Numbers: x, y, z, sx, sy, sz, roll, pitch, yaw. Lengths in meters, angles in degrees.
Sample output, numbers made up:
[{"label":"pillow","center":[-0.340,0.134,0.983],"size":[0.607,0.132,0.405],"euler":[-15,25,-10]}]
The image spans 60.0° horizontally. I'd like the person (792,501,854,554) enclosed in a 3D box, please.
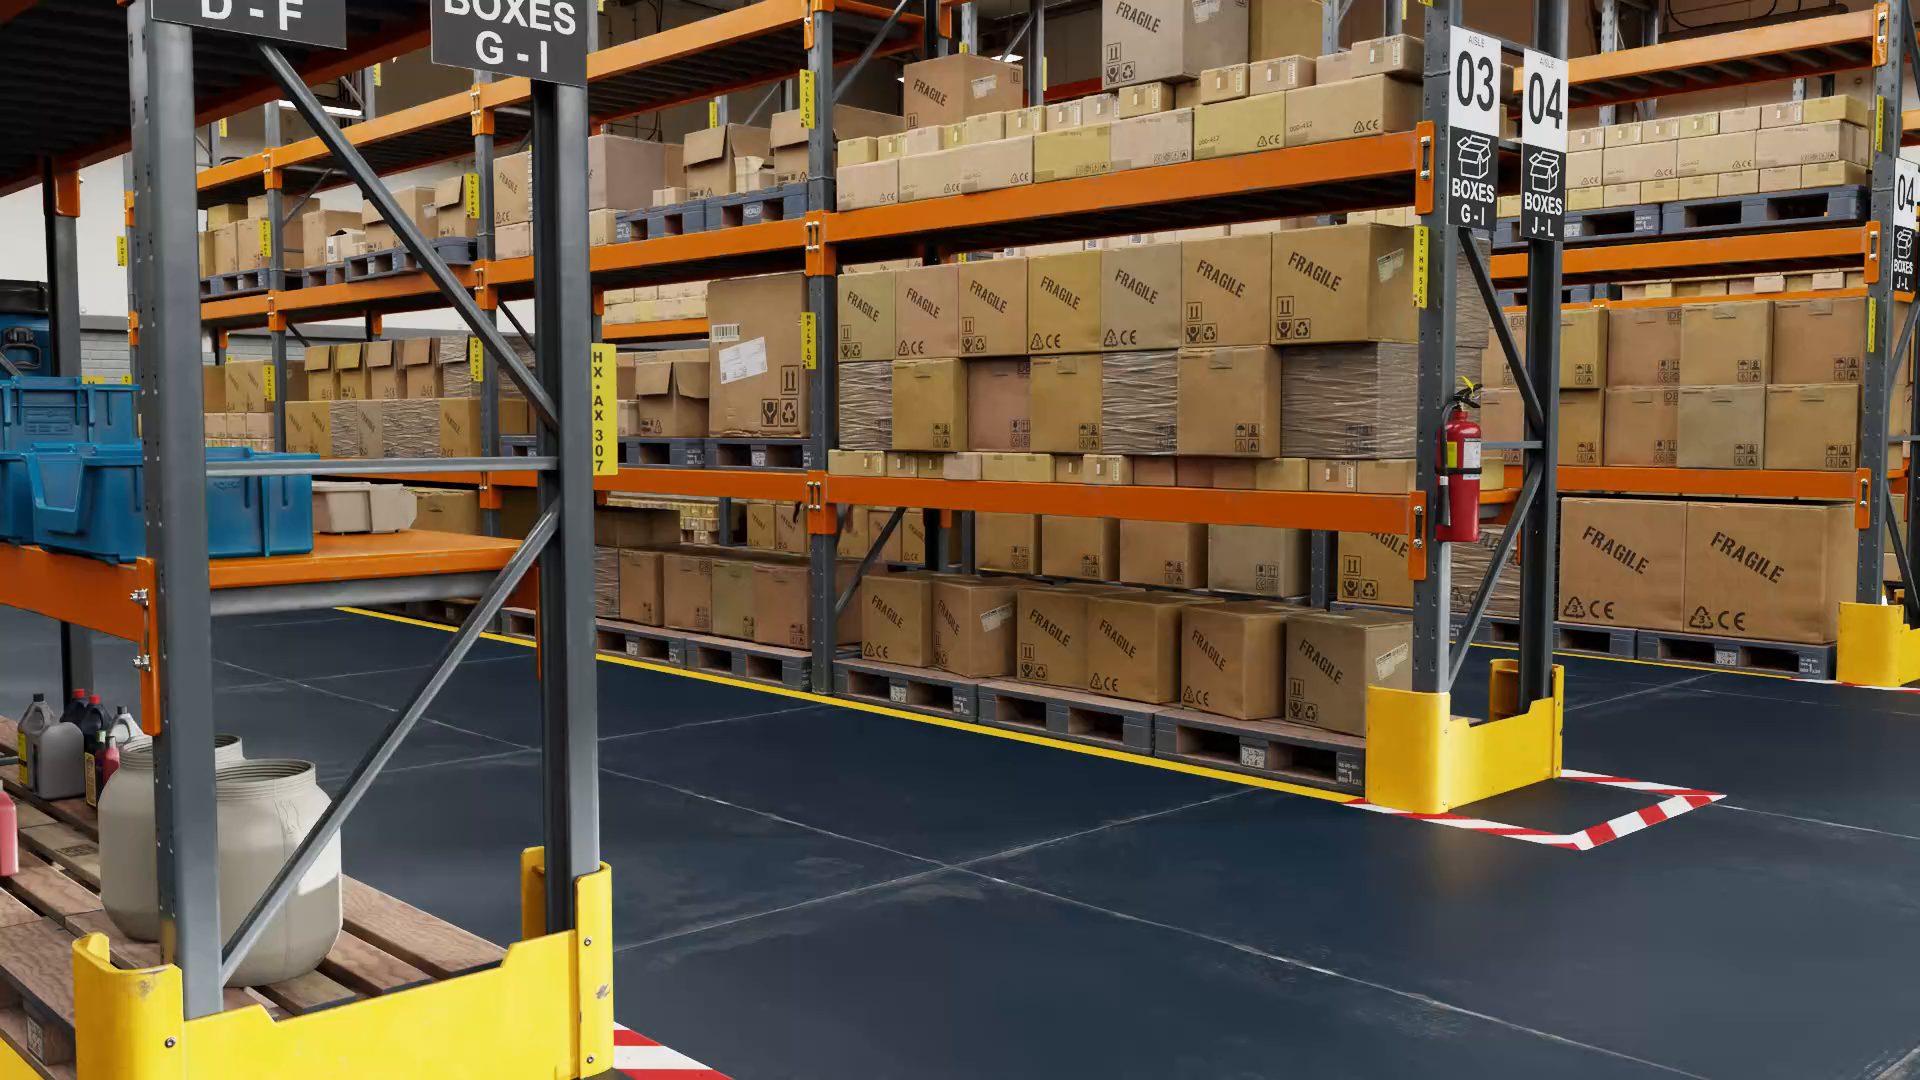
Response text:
[{"label":"person","center":[-1.190,-0.226,14.229],"size":[0.458,1.644,0.880],"euler":[-3,5,-32]}]
